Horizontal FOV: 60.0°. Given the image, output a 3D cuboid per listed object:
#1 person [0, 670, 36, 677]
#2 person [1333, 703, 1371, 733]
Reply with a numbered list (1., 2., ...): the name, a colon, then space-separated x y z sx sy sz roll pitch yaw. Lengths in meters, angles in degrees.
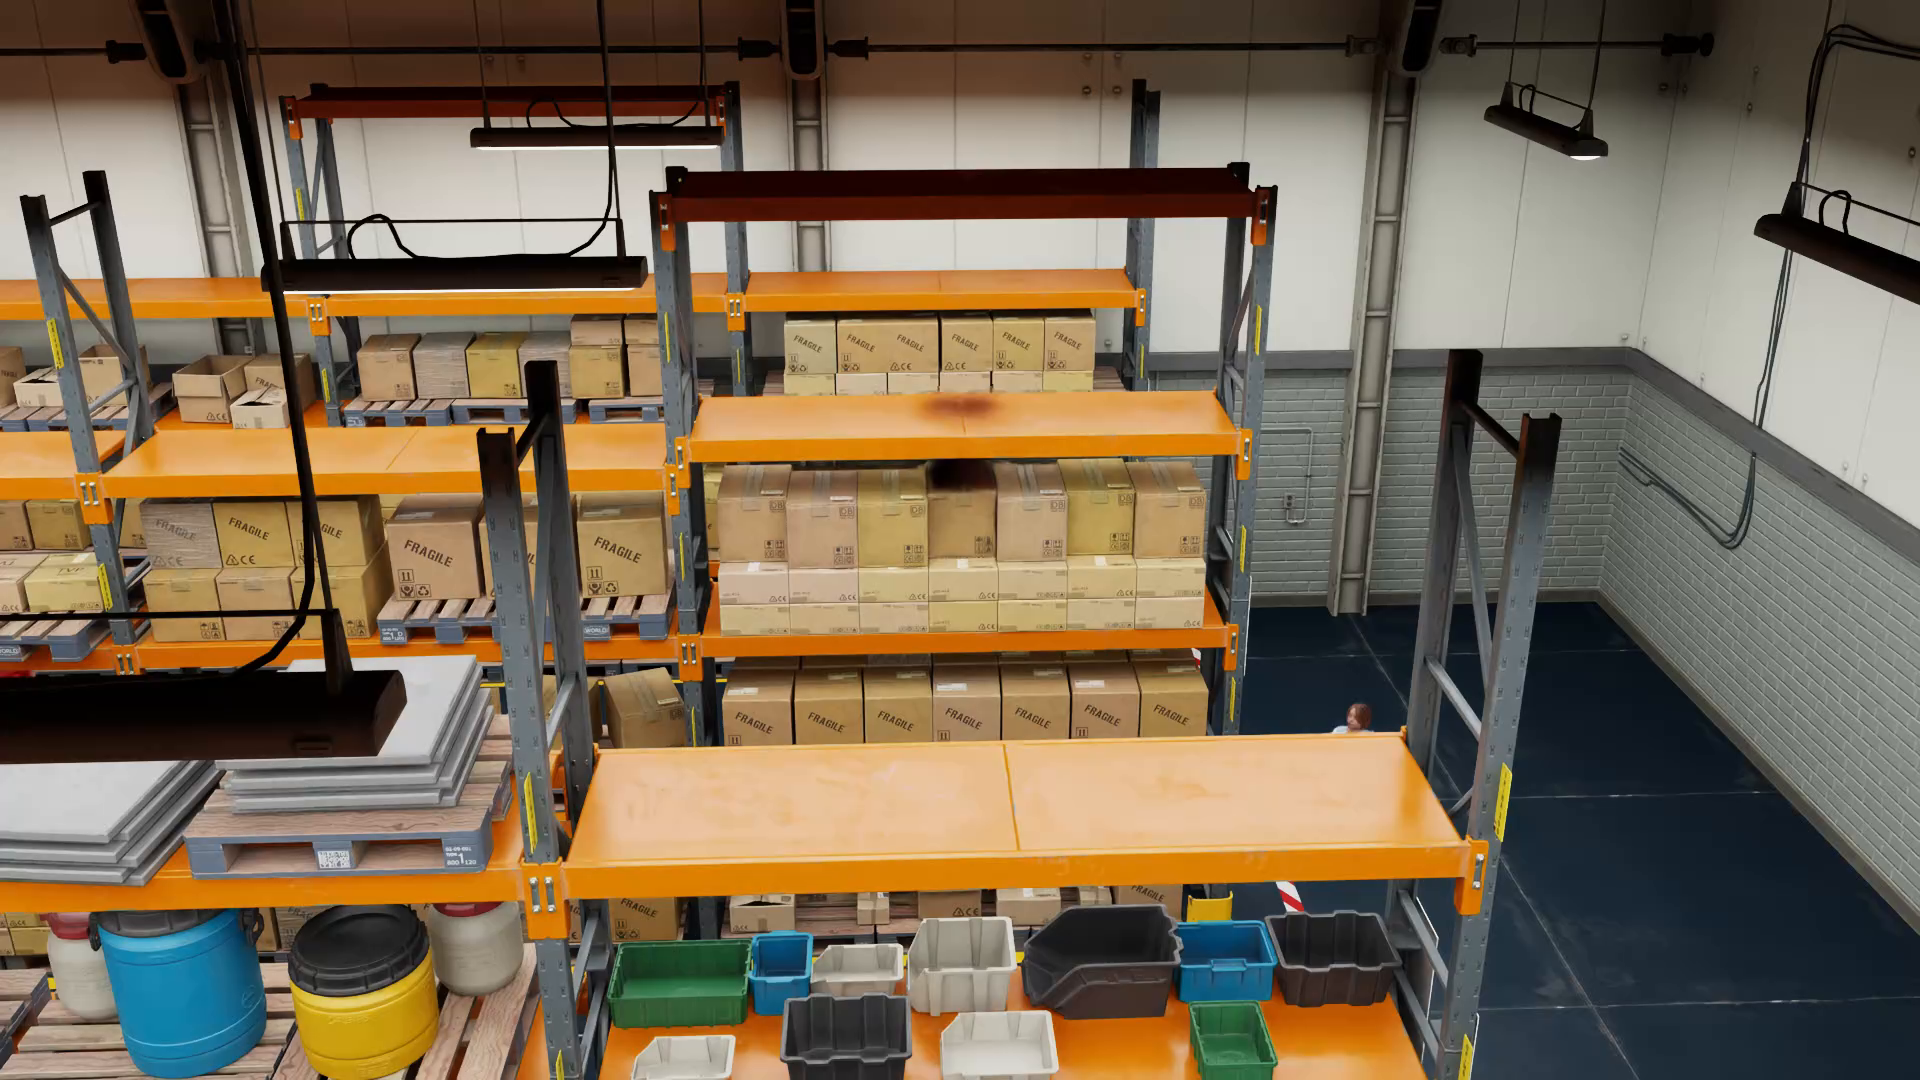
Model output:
1. person: -8.633 1.508 15.112 0.550 1.715 0.549 14 26 30
2. person: 3.225 2.095 13.836 0.415 1.578 0.434 -1 22 -4
